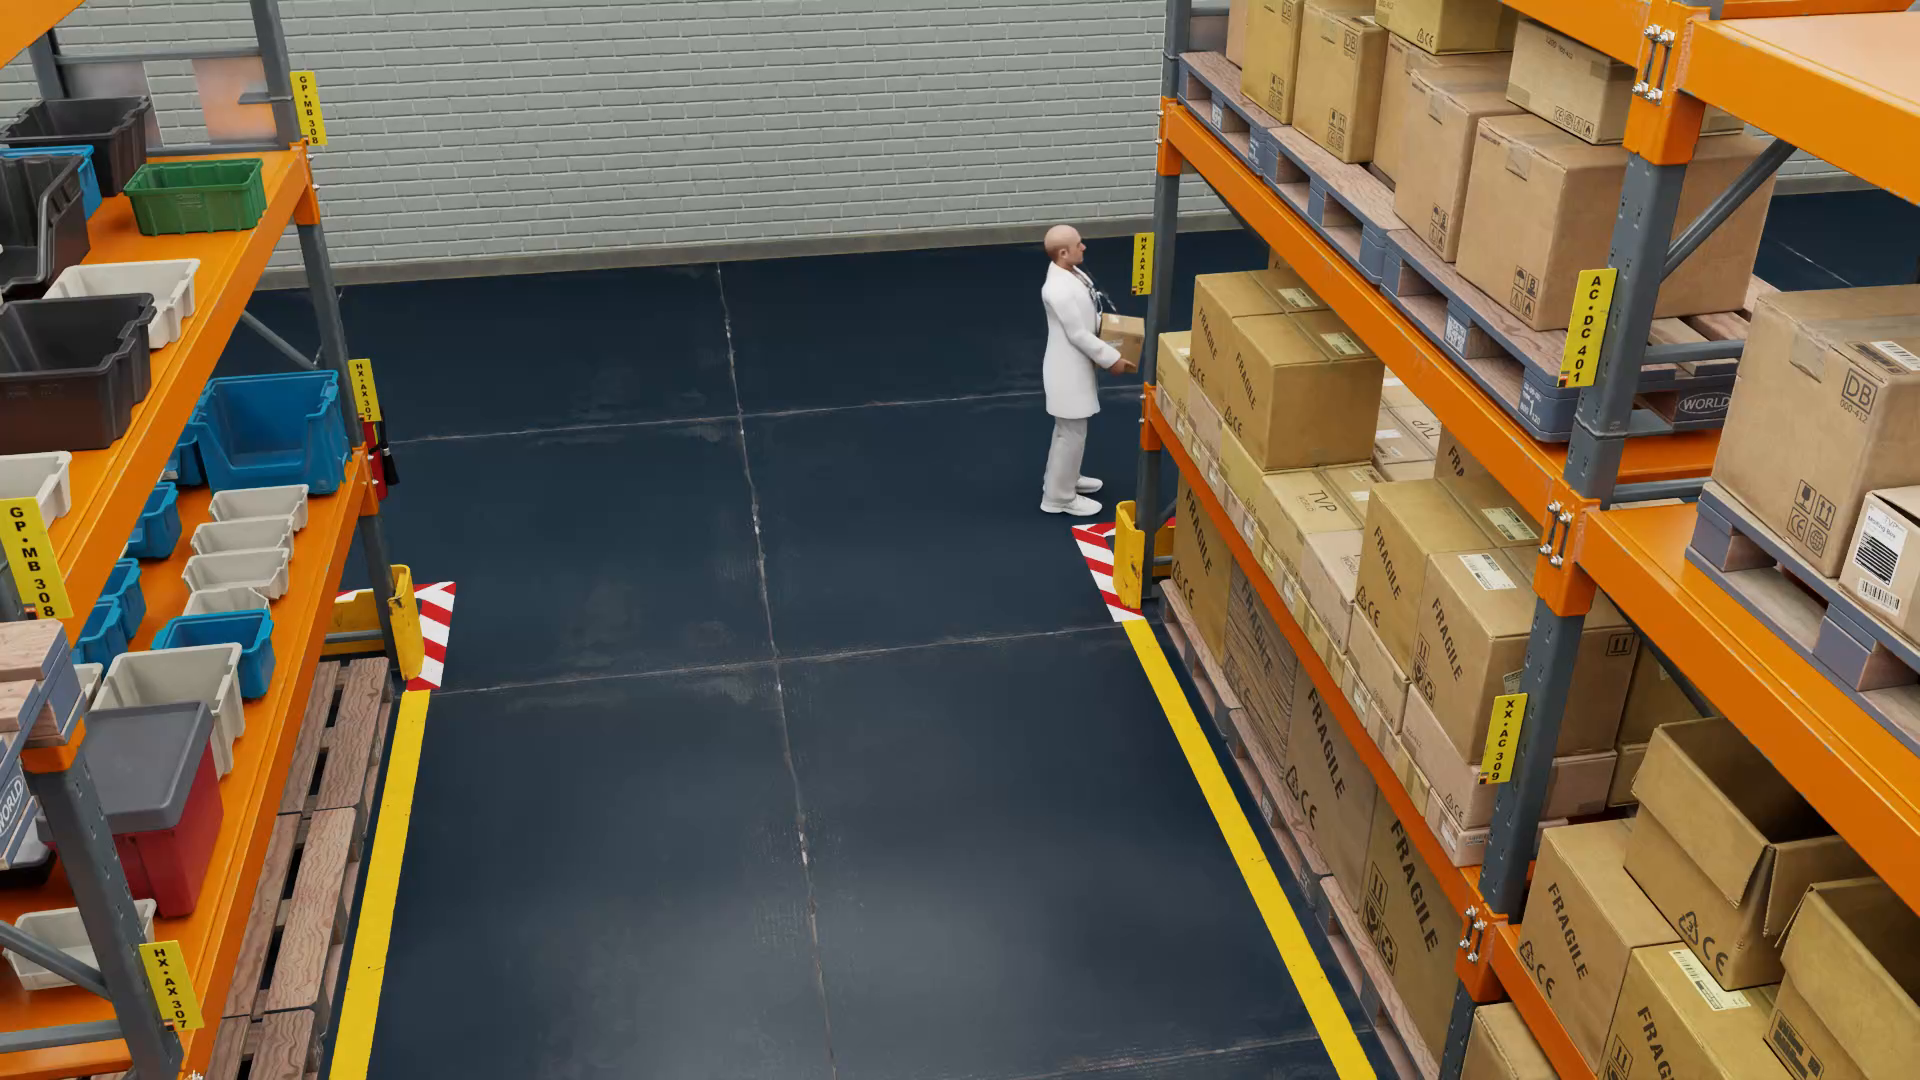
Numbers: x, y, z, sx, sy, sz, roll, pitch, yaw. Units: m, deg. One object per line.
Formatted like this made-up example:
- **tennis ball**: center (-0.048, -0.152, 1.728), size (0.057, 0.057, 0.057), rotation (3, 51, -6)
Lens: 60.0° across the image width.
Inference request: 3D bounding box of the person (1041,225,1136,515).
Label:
- **person**: center (0.759, -0.921, 9.949), size (0.563, 1.559, 0.530), rotation (2, 30, 4)
